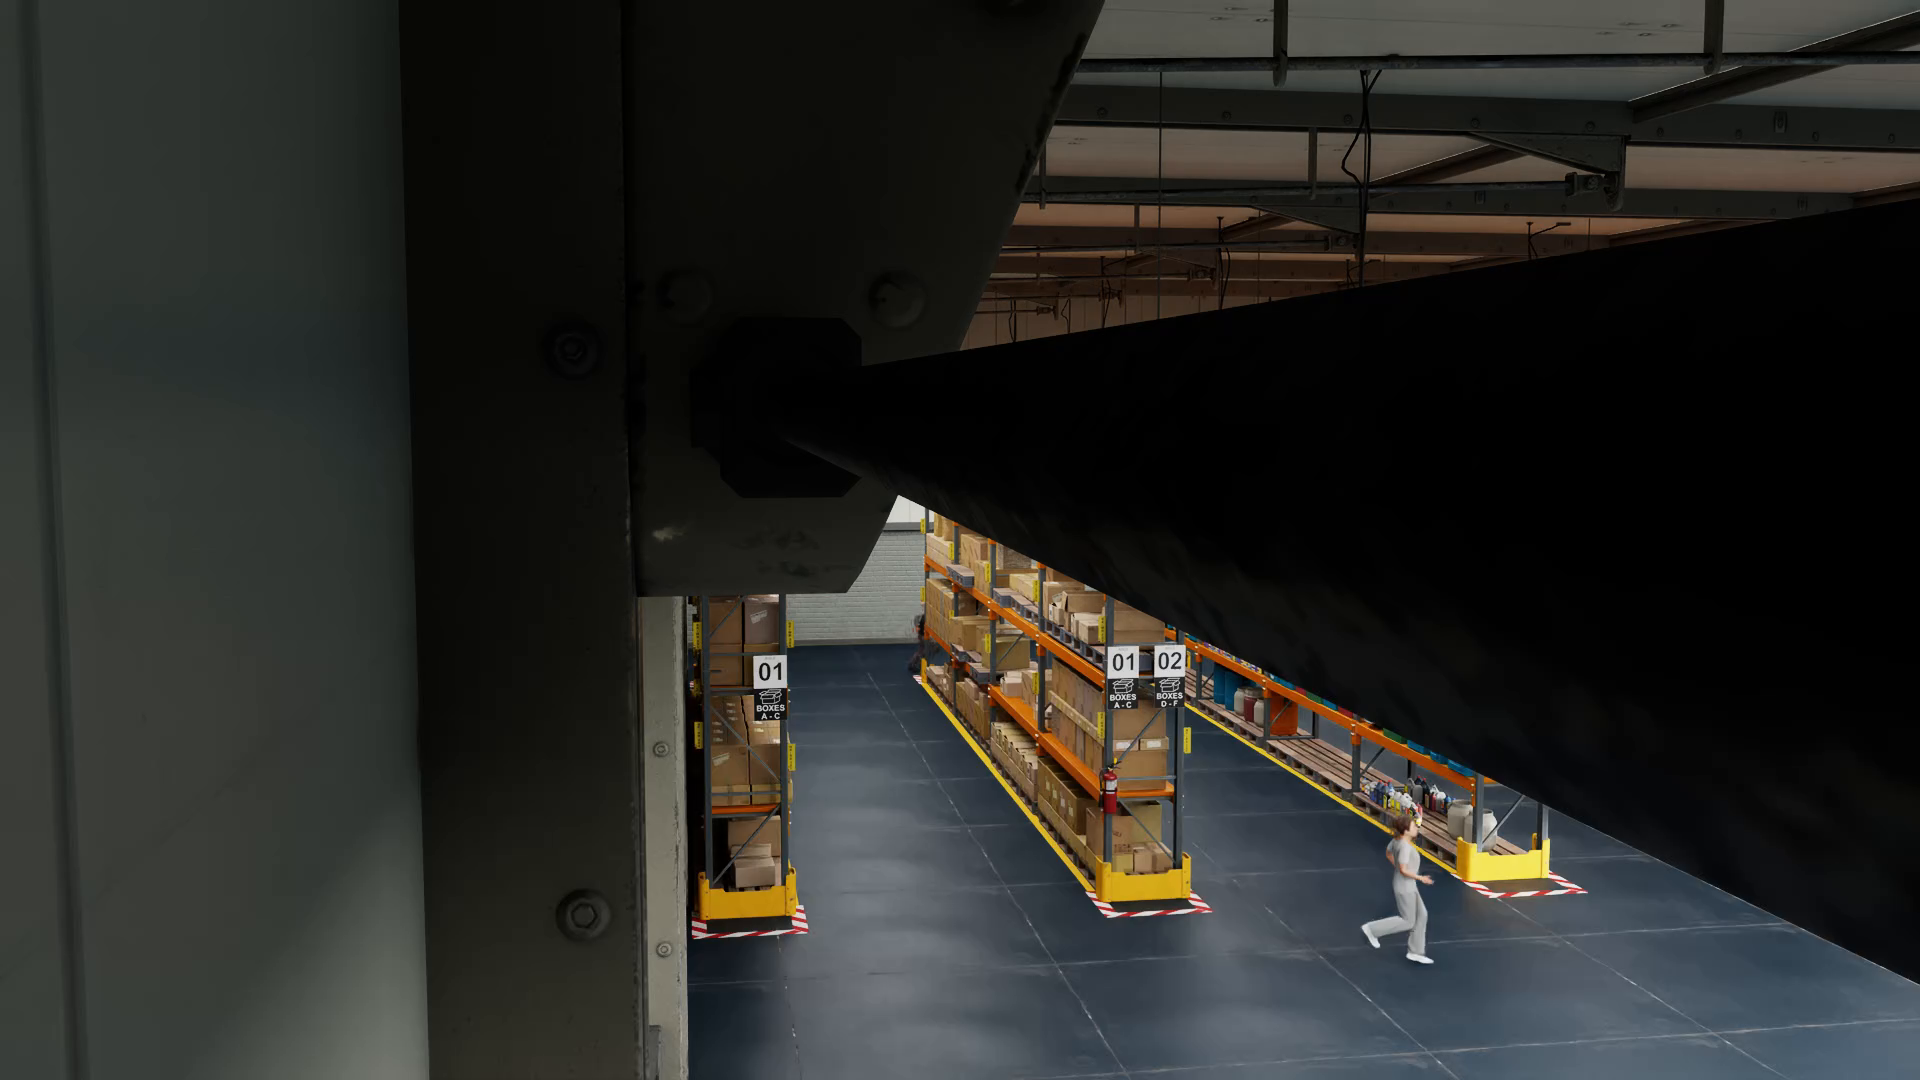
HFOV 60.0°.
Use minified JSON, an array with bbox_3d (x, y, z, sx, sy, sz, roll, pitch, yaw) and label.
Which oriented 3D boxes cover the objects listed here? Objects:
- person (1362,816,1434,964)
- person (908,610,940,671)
[{"bbox_3d":[4.897,3.899,18.554,0.797,1.667,0.576,1,5,9],"label":"person"},{"bbox_3d":[-0.761,2.167,37.733,0.879,1.644,0.645,1,5,6],"label":"person"}]
